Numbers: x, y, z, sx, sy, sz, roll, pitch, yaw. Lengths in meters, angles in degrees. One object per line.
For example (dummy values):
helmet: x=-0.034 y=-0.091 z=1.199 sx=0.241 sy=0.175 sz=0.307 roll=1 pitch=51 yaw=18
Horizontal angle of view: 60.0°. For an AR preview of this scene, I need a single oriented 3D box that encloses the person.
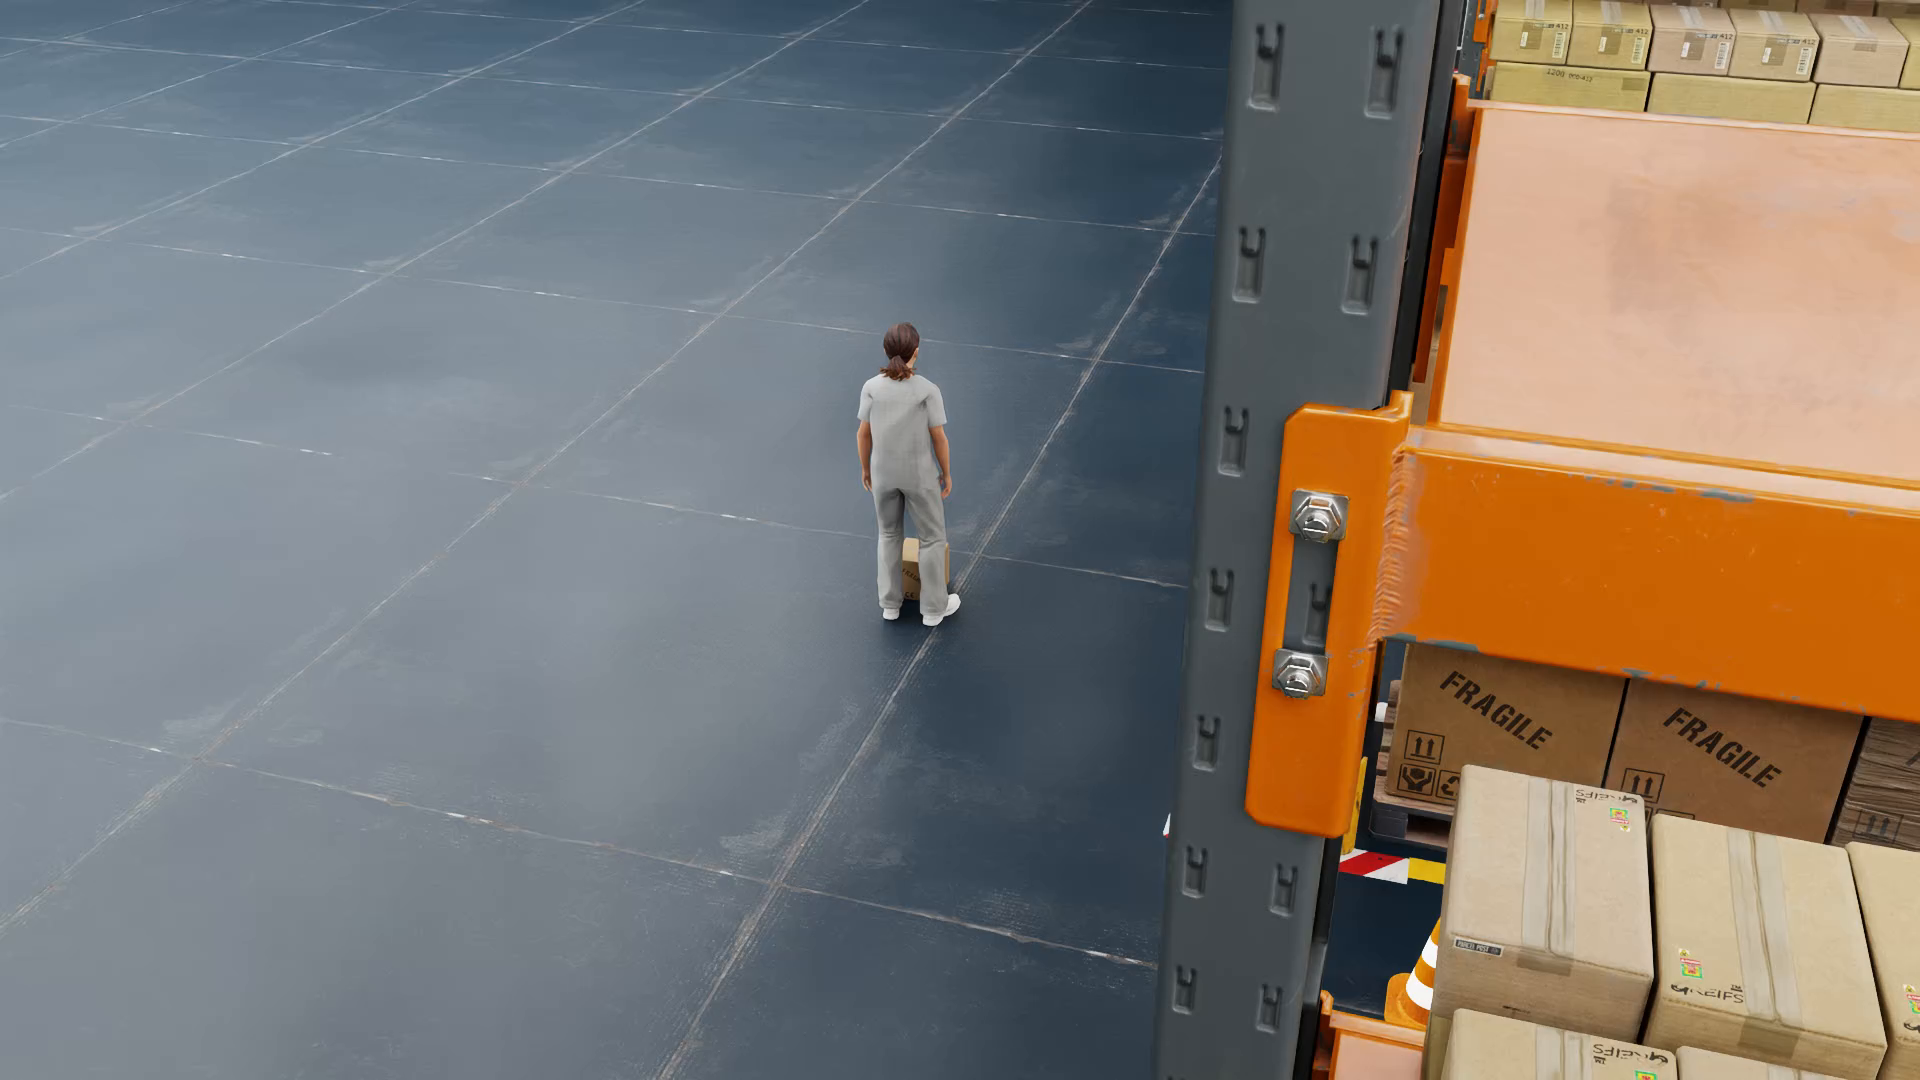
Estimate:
person: x=-0.276 y=-0.335 z=8.725 sx=0.512 sy=1.671 sz=0.369 roll=7 pitch=30 yaw=12
